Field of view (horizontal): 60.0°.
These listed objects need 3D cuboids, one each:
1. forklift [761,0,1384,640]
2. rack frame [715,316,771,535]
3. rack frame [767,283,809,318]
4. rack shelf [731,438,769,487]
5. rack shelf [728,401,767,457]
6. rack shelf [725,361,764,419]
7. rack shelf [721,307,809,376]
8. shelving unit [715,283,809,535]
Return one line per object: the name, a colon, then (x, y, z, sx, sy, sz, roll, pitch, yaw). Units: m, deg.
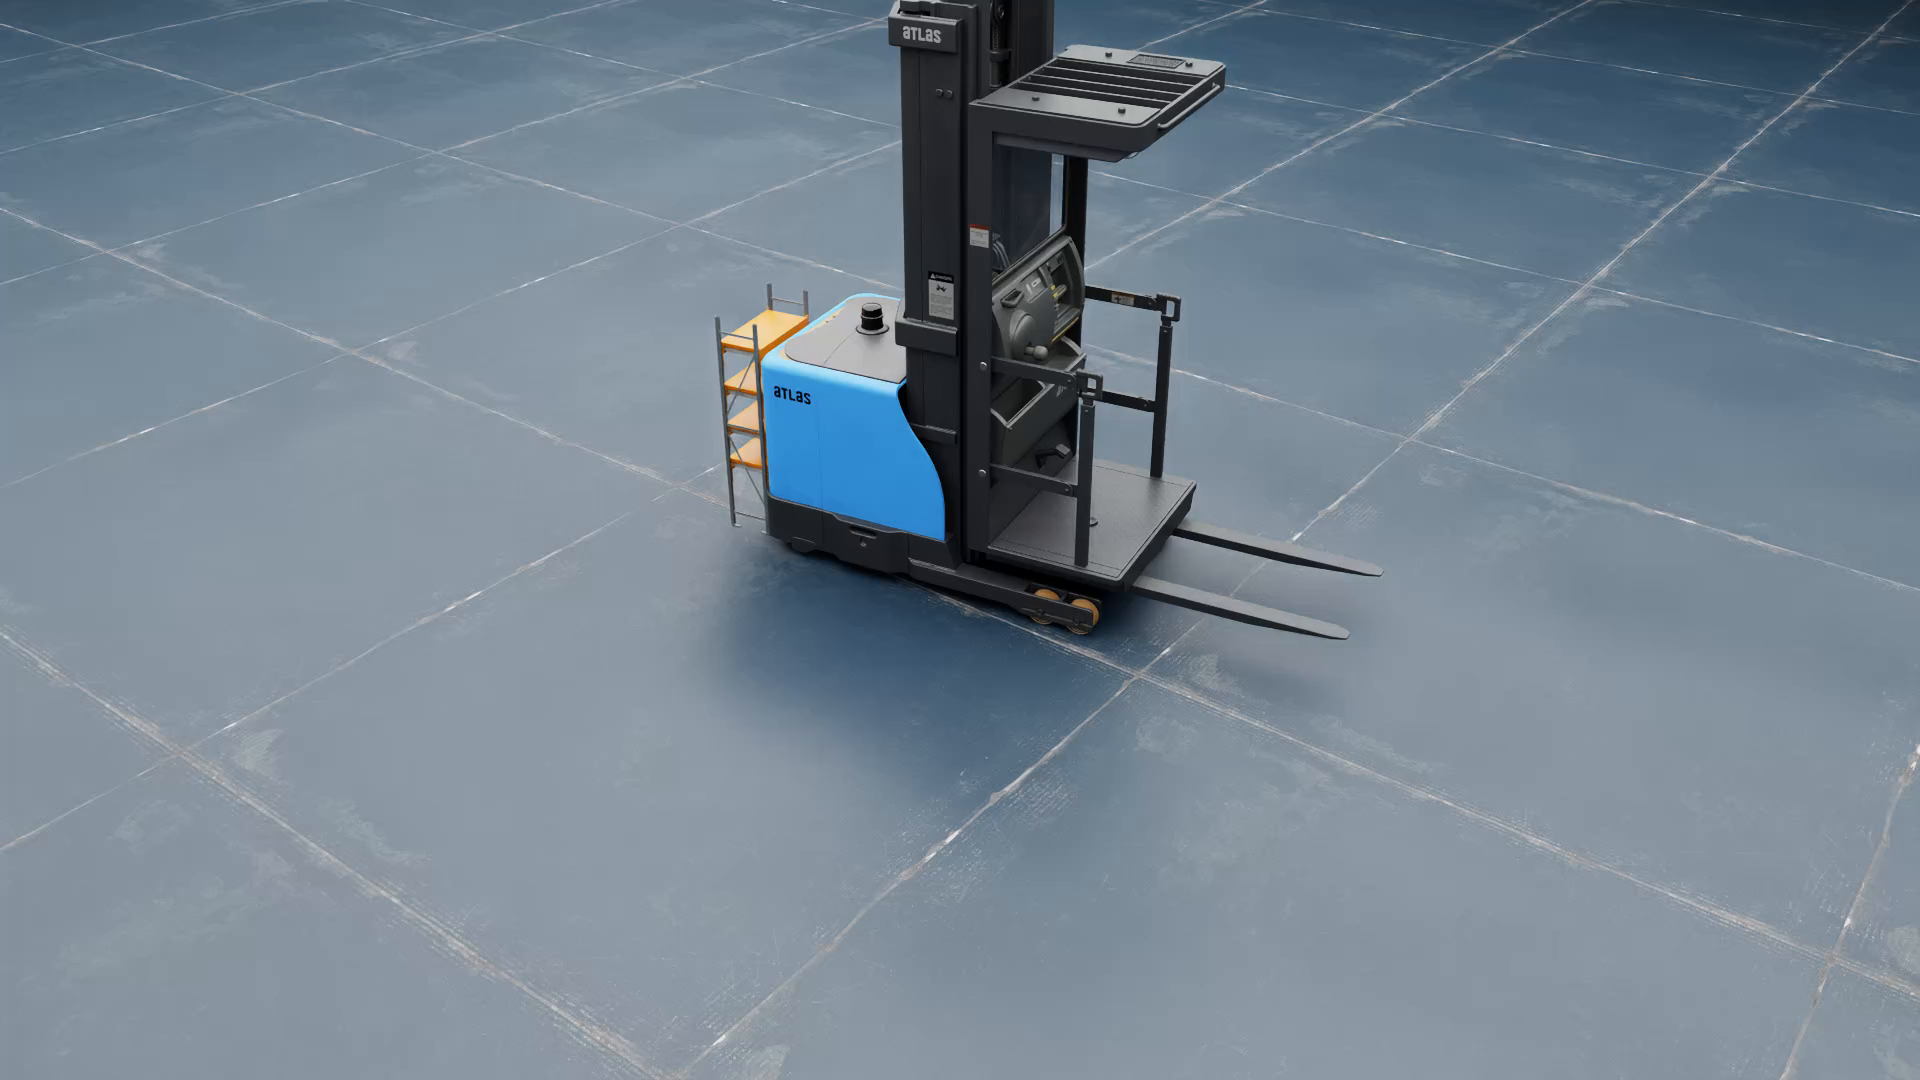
forklift: (0.556, -1.118, 7.762, 3.031, 2.935, 1.130, 14, 34, 23)
rack frame: (-1.111, -0.571, 8.537, 0.240, 1.200, 0.015, 14, 33, 22)
rack frame: (-0.895, -0.795, 8.914, 0.240, 1.200, 0.015, 14, 33, 22)
rack shelf: (-1.003, -0.454, 8.861, 0.258, 0.148, 0.480, 14, 33, 22)
rack shelf: (-1.003, -0.625, 8.760, 0.258, 0.148, 0.480, 14, 33, 22)
rack shelf: (-1.003, -0.817, 8.646, 0.258, 0.148, 0.480, 14, 33, 22)
rack shelf: (-1.003, -1.021, 8.525, 0.258, 0.148, 0.480, 14, 33, 22)
shelving unit: (-1.003, -0.683, 8.725, 0.258, 1.200, 0.503, 14, 33, 22)
